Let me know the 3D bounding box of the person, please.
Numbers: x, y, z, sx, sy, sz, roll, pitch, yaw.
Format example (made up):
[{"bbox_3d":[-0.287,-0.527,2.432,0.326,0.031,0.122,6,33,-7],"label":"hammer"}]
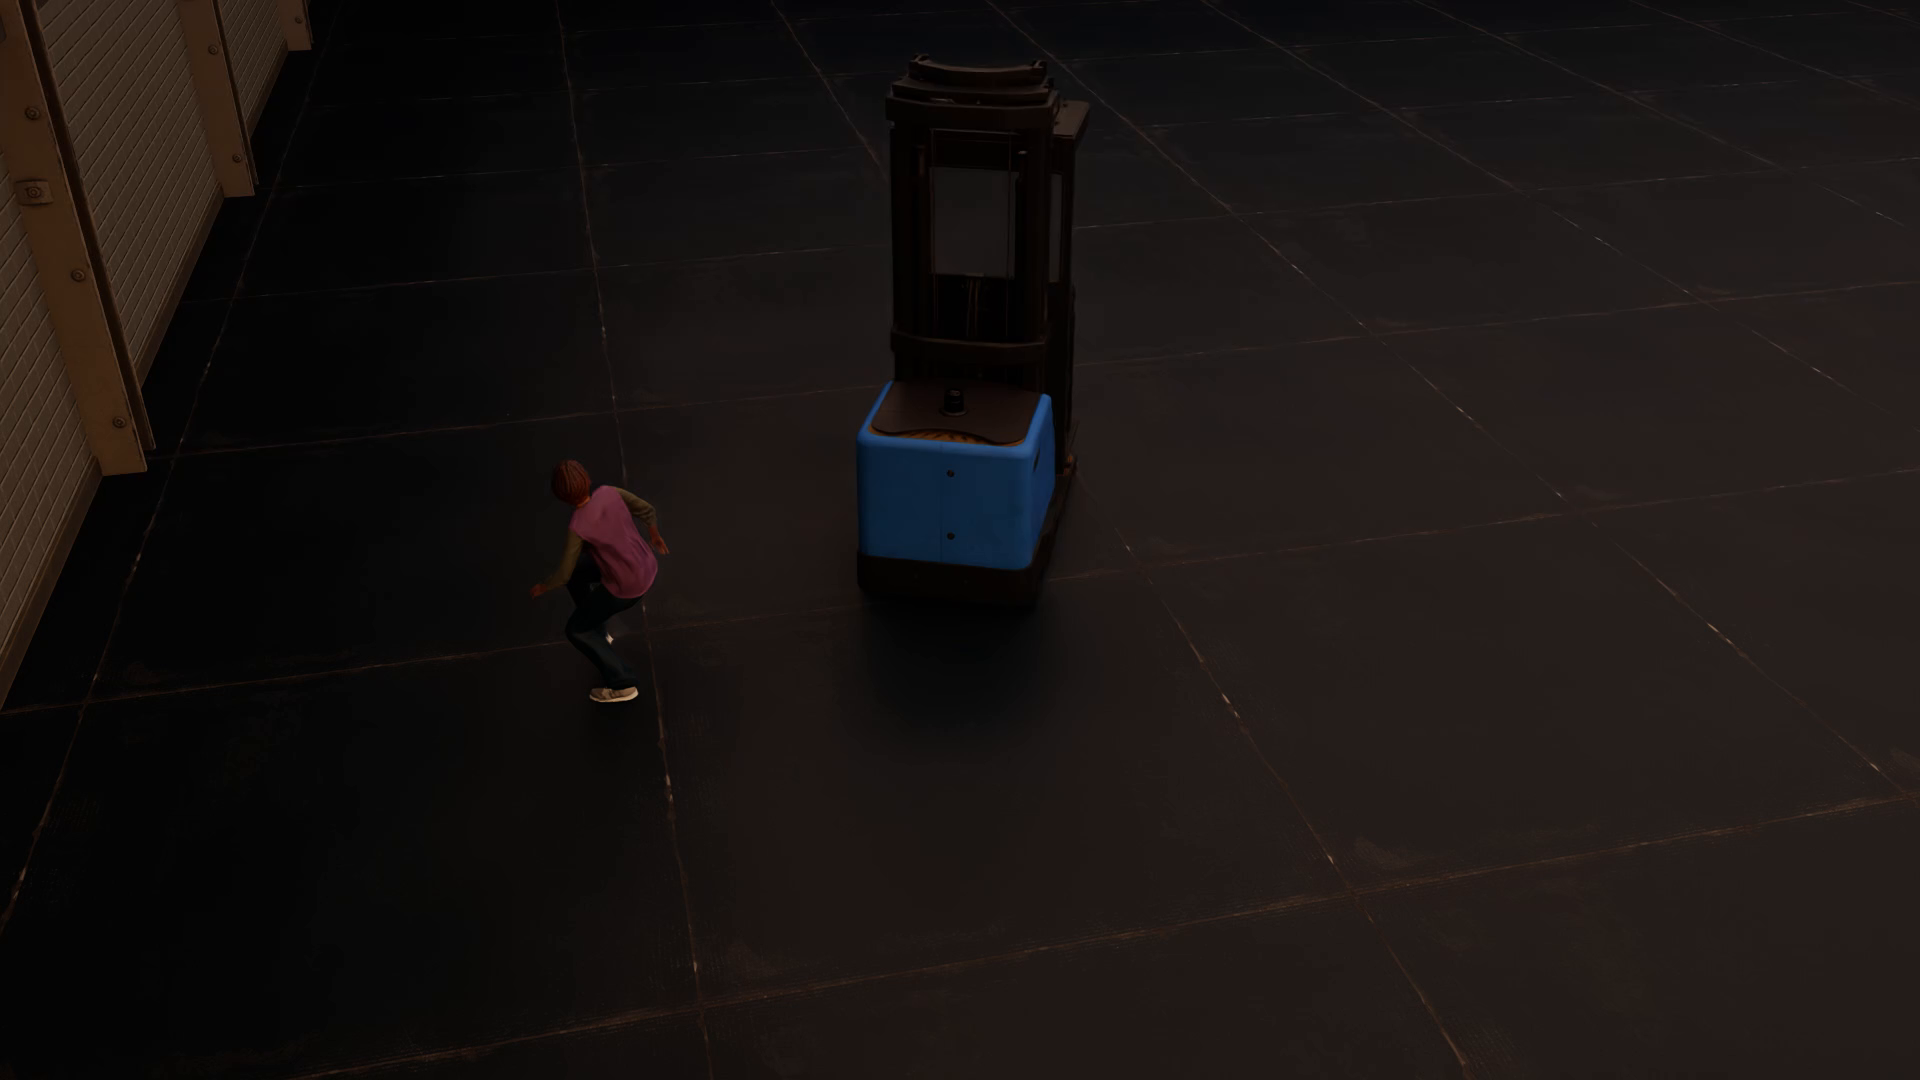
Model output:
[{"bbox_3d":[-1.944,0.174,8.890,0.635,1.355,0.649,7,31,12],"label":"person"}]

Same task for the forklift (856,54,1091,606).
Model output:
[{"bbox_3d":[0.181,-1.605,10.347,1.130,2.935,3.031,6,31,10],"label":"forklift"}]
